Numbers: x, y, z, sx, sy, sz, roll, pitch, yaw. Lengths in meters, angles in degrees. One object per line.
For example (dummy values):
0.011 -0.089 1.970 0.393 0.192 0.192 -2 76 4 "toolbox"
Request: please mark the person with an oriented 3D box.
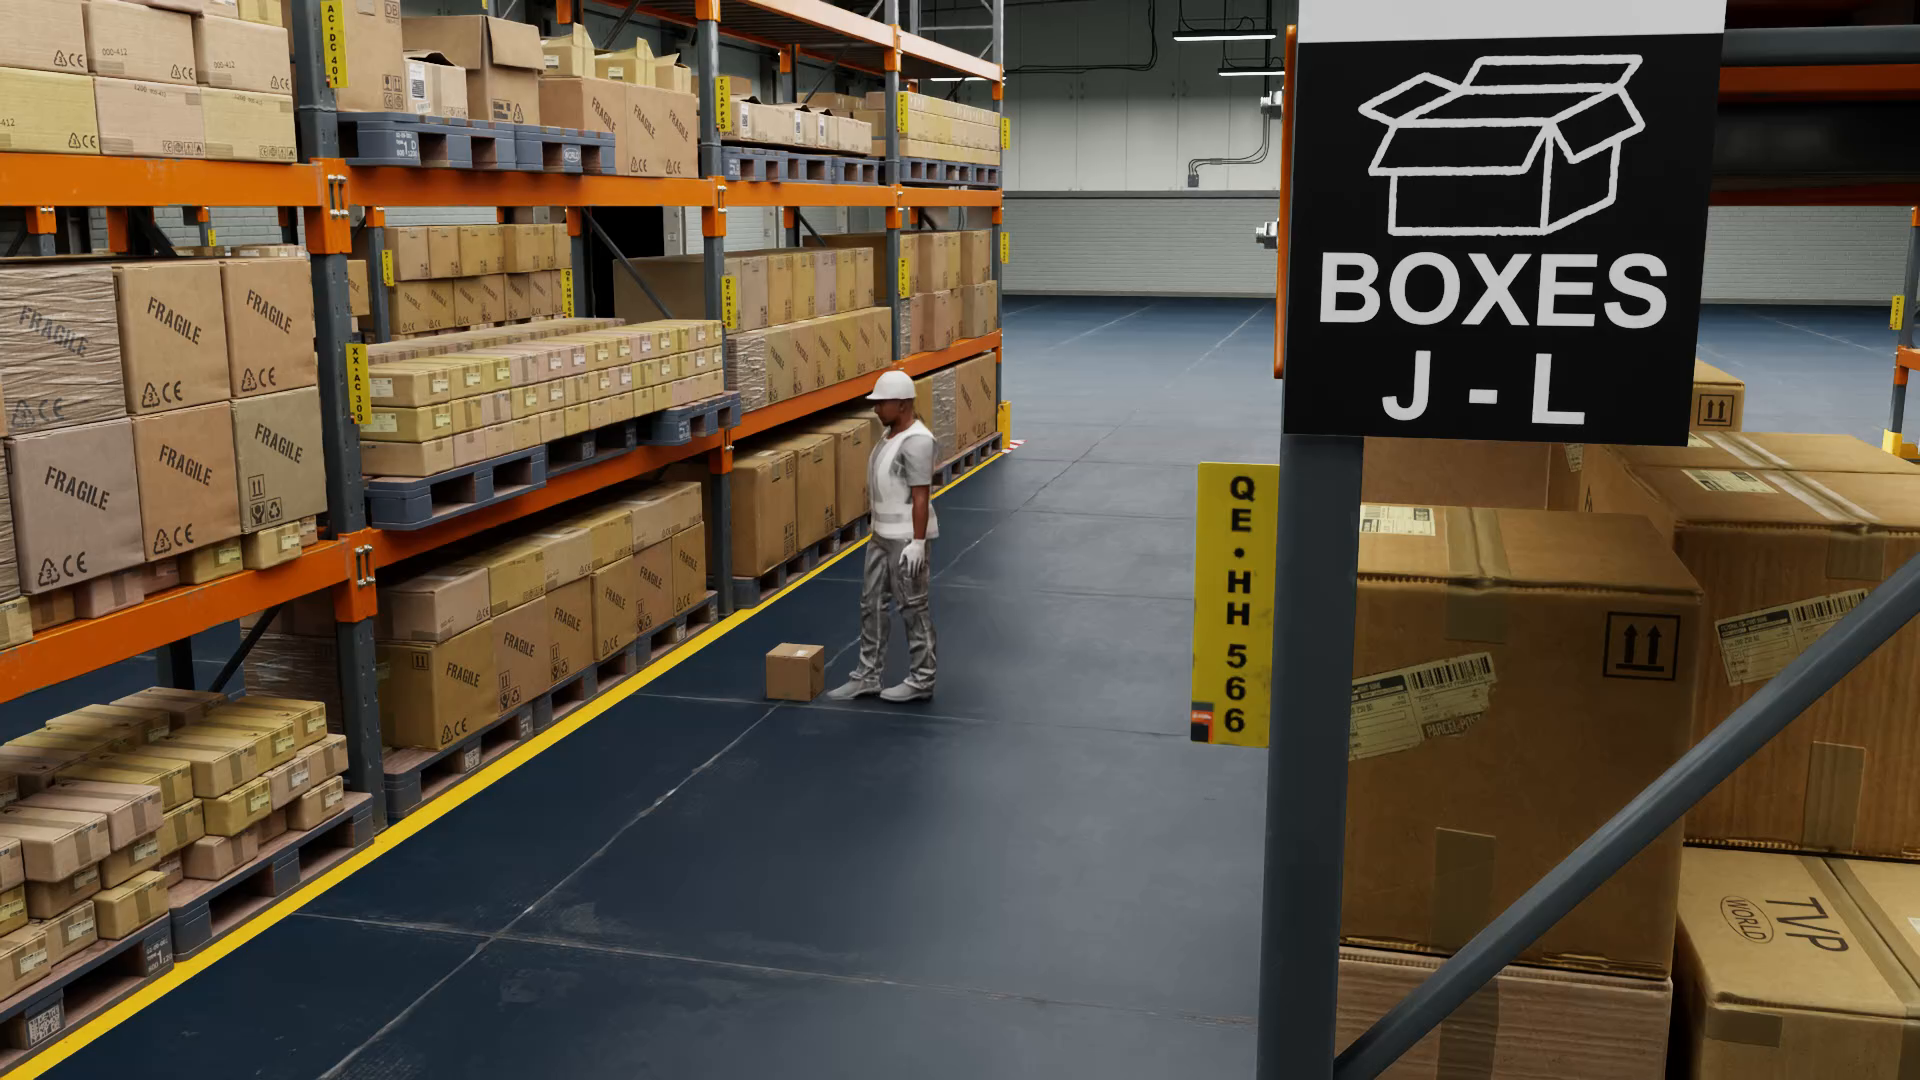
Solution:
-0.406 0.006 8.872 0.566 1.808 0.586 -4 12 -21 "person"
